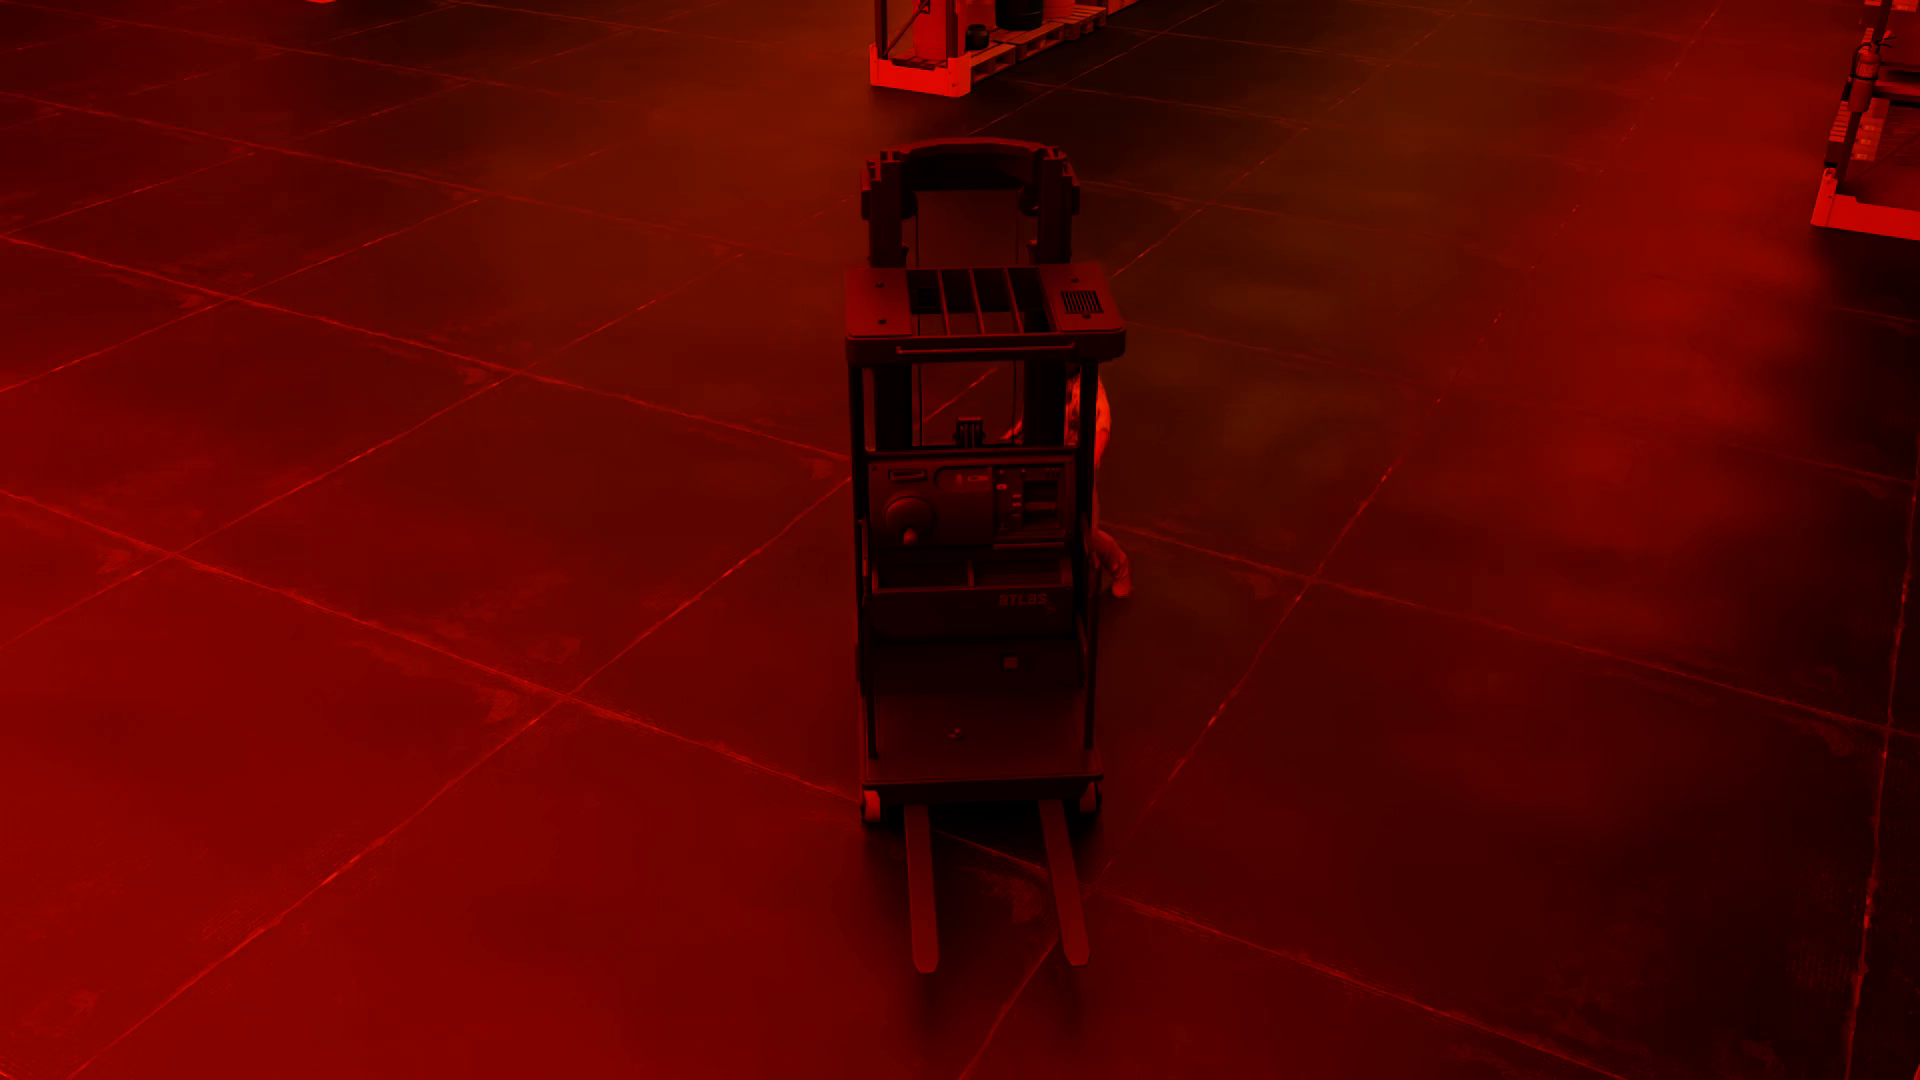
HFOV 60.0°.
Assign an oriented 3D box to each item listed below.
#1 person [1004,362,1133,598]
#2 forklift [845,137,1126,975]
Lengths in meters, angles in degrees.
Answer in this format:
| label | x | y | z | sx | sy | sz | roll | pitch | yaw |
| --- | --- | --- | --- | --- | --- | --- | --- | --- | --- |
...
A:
| label | x | y | z | sx | sy | sz | roll | pitch | yaw |
| --- | --- | --- | --- | --- | --- | --- | --- | --- | --- |
| person | 0.581 | -0.446 | 9.293 | 0.691 | 1.546 | 0.895 | -16 | 34 | -26 |
| forklift | 0.074 | -0.125 | 7.288 | 1.130 | 2.935 | 3.031 | -2 | 30 | -3 |
